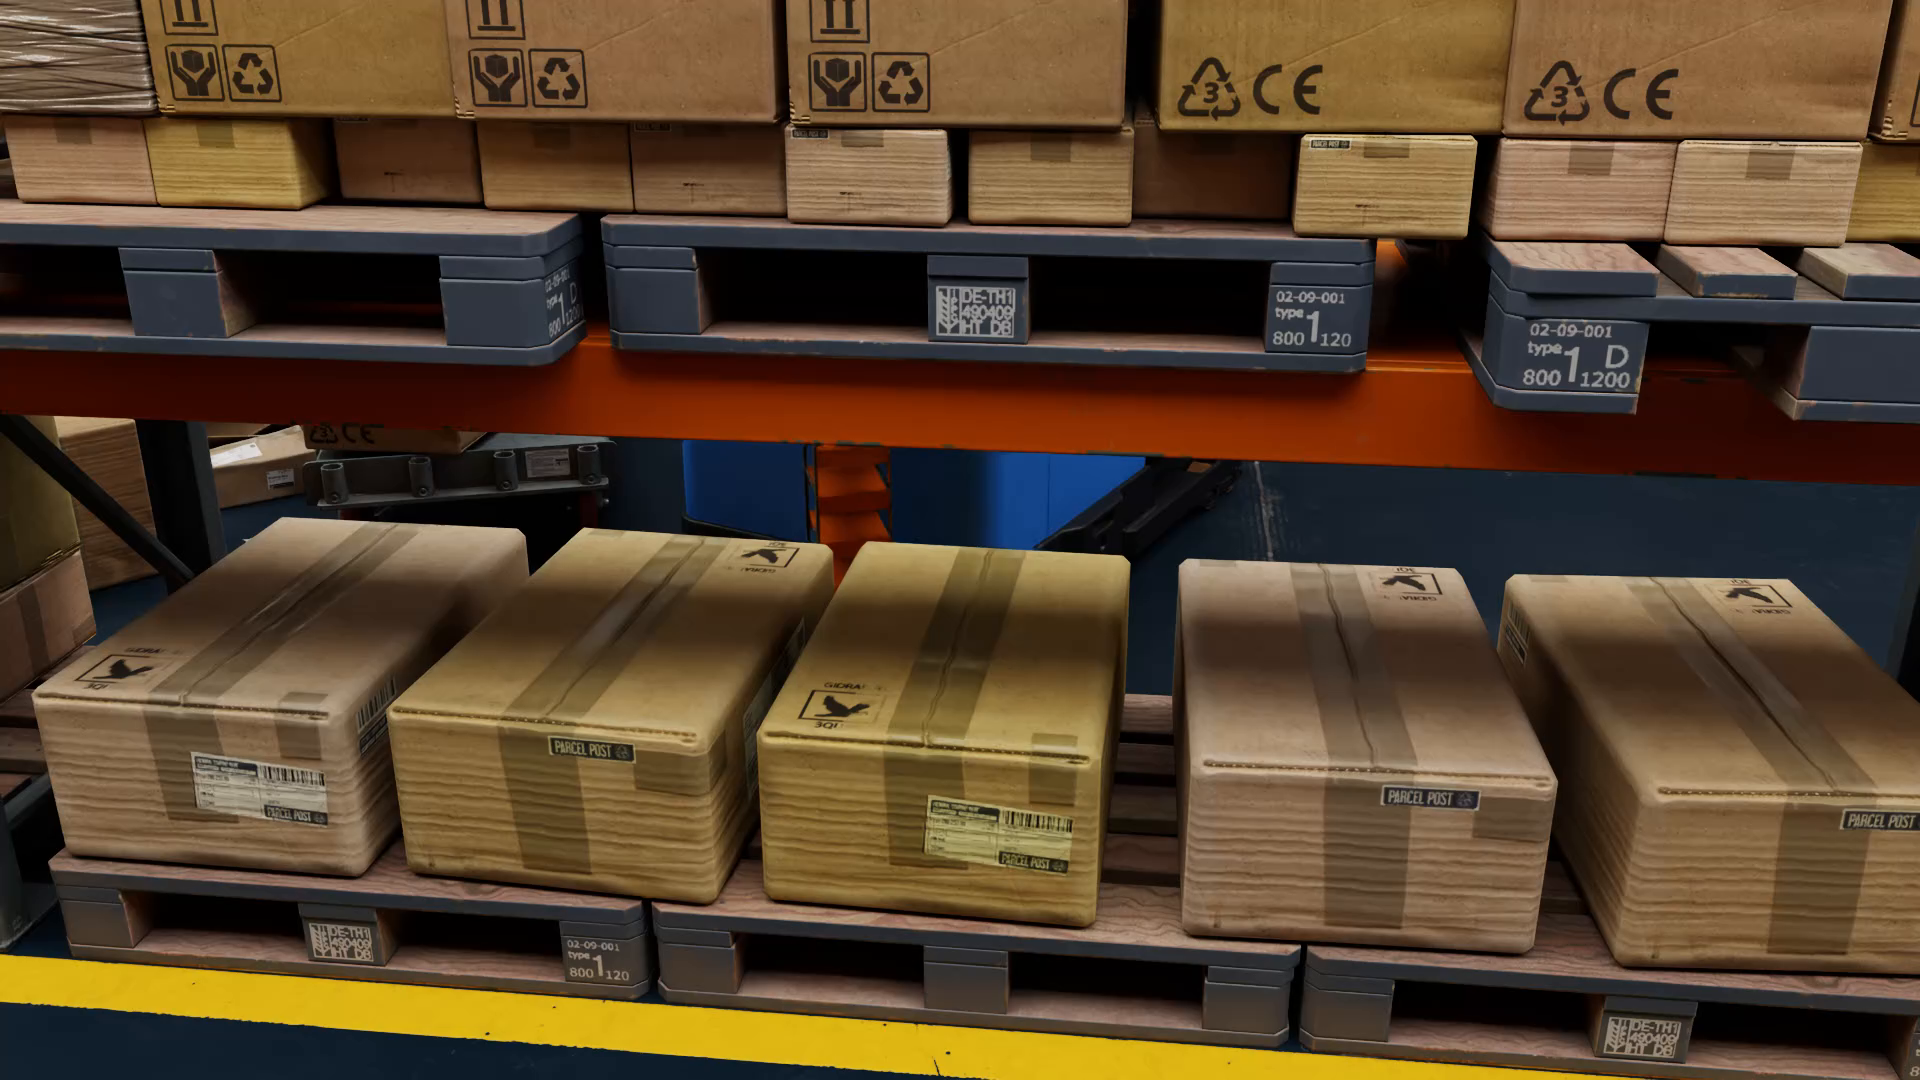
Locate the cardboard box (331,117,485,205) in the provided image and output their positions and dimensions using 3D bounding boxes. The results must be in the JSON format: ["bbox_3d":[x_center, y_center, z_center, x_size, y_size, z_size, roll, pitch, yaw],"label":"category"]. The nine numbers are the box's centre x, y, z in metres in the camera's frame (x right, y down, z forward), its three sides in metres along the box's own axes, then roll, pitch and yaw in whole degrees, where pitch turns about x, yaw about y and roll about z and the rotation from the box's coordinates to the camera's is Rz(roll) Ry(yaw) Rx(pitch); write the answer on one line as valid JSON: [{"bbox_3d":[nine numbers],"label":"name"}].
[{"bbox_3d":[-0.869,-0.690,2.877,0.250,0.149,0.380,4,22,10],"label":"cardboard box"}]

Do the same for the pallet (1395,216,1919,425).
[{"bbox_3d":[1.334,-0.479,2.833,1.003,0.211,1.213,2,22,6],"label":"pallet"}]

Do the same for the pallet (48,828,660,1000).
[{"bbox_3d":[-1.144,0.580,3.685,1.213,0.211,1.003,2,22,6],"label":"pallet"}]

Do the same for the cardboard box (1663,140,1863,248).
[{"bbox_3d":[1.171,-0.563,2.554,0.250,0.149,0.380,2,22,6],"label":"cardboard box"}]

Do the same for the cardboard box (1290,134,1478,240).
[{"bbox_3d":[0.647,-0.584,2.606,0.250,0.149,0.380,3,22,7],"label":"cardboard box"}]

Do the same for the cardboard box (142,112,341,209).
[{"bbox_3d":[-1.159,-0.675,2.837,0.250,0.149,0.380,3,22,7],"label":"cardboard box"}]

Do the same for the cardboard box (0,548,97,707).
[{"bbox_3d":[-2.472,0.210,3.998,0.500,0.250,0.500,2,22,4],"label":"cardboard box"}]

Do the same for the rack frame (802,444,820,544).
[{"bbox_3d":[-0.375,-0.146,4.175,0.006,1.200,0.240,-5,22,-11],"label":"rack frame"}]

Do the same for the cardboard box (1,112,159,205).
[{"bbox_3d":[-1.406,-0.689,2.873,0.250,0.149,0.380,3,22,7],"label":"cardboard box"}]

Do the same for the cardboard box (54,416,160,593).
[{"bbox_3d":[-2.822,-0.131,5.089,0.500,0.500,0.500,-19,28,-40],"label":"cardboard box"}]

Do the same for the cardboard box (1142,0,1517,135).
[{"bbox_3d":[0.554,-0.915,2.561,0.500,0.500,0.500,1,22,3],"label":"cardboard box"}]

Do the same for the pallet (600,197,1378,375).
[{"bbox_3d":[0.084,-0.558,3.032,1.213,0.211,1.003,2,22,6],"label":"pallet"}]

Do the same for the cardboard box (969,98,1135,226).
[{"bbox_3d":[0.153,-0.621,2.702,0.250,0.149,0.380,2,22,5],"label":"cardboard box"}]

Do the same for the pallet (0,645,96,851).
[{"bbox_3d":[-2.589,0.531,3.809,1.213,0.211,1.003,2,22,6],"label":"pallet"}]

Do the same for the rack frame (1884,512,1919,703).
[{"bbox_3d":[2.055,-0.576,2.818,0.127,3.000,1.000,2,22,6],"label":"rack frame"}]

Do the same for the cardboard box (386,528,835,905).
[{"bbox_3d":[-0.682,0.329,3.531,0.625,0.372,0.950,4,22,10],"label":"cardboard box"}]

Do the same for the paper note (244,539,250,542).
[{"bbox_3d":[-2.243,-0.015,5.435,0.142,0.019,0.148,2,22,6],"label":"paper note"}]

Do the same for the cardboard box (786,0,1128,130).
[{"bbox_3d":[0.012,-0.939,2.622,0.500,0.500,0.500,2,22,4],"label":"cardboard box"}]

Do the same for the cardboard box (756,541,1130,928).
[{"bbox_3d":[0.009,0.358,3.457,0.625,0.372,0.950,3,22,8],"label":"cardboard box"}]

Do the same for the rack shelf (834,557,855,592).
[{"bbox_3d":[-0.283,0.111,4.297,0.180,0.103,0.258,-5,22,-11],"label":"rack shelf"}]

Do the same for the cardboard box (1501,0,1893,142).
[{"bbox_3d":[1.056,-0.893,2.507,0.500,0.500,0.500,2,22,5],"label":"cardboard box"}]

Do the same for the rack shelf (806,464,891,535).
[{"bbox_3d":[-0.285,-0.113,4.210,0.180,0.103,0.258,-5,22,-11],"label":"rack shelf"}]

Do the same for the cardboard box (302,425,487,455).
[{"bbox_3d":[-1.738,-0.590,5.223,0.500,0.500,0.500,2,22,6],"label":"cardboard box"}]

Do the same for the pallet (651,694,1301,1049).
[{"bbox_3d":[0.071,0.632,3.553,1.213,0.211,1.003,2,22,6],"label":"pallet"}]

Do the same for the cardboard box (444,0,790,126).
[{"bbox_3d":[-0.499,-0.957,2.668,0.500,0.500,0.500,2,22,6],"label":"cardboard box"}]

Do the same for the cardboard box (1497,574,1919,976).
[{"bbox_3d":[1.495,0.422,3.295,0.625,0.372,0.950,1,22,3],"label":"cardboard box"}]

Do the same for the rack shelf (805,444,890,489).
[{"bbox_3d":[-0.286,-0.224,4.166,0.180,0.103,0.258,-5,22,-11],"label":"rack shelf"}]

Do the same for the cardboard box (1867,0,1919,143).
[{"bbox_3d":[1.570,-0.875,2.461,0.500,0.500,0.500,2,22,5],"label":"cardboard box"}]

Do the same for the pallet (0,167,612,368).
[{"bbox_3d":[-1.176,-0.574,3.073,1.213,0.211,1.003,2,22,6],"label":"pallet"}]

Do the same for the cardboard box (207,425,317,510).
[{"bbox_3d":[-2.474,-0.297,5.830,0.396,0.266,0.258,-14,25,-31],"label":"cardboard box"}]

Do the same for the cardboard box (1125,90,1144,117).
[{"bbox_3d":[0.406,-0.789,3.127,0.250,0.149,0.380,3,22,8],"label":"cardboard box"}]

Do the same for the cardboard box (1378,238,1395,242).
[{"bbox_3d":[1.943,-1.596,7.887,0.750,0.750,1.050,2,22,6],"label":"cardboard box"}]

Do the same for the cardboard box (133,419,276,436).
[{"bbox_3d":[-2.918,-0.636,6.179,0.503,0.637,0.797,2,22,6],"label":"cardboard box"}]

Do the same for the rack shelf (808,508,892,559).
[{"bbox_3d":[-0.284,-0.001,4.253,0.180,0.103,0.258,-5,22,-11],"label":"rack shelf"}]

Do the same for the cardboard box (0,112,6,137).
[{"bbox_3d":[-2.322,-1.055,3.488,0.500,0.500,0.500,2,22,6],"label":"cardboard box"}]

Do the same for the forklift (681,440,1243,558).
[{"bbox_3d":[0.346,-1.538,5.342,1.130,2.935,3.031,11,24,27],"label":"forklift"}]

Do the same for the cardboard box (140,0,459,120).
[{"bbox_3d":[-0.988,-0.983,2.735,0.500,0.500,0.500,3,22,6],"label":"cardboard box"}]

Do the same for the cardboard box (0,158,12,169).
[{"bbox_3d":[-2.193,-0.763,3.633,0.250,0.149,0.380,2,22,6],"label":"cardboard box"}]

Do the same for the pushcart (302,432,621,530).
[{"bbox_3d":[-1.699,-0.365,5.849,0.936,0.377,1.648,-5,22,-12],"label":"pushcart"}]

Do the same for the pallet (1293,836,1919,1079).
[{"bbox_3d":[1.279,0.686,3.418,1.213,0.211,1.003,2,22,6],"label":"pallet"}]

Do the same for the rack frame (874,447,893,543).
[{"bbox_3d":[-0.196,-0.162,4.211,0.006,1.200,0.240,-5,22,-11],"label":"rack frame"}]

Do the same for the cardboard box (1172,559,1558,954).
[{"bbox_3d":[0.761,0.393,3.368,0.625,0.372,0.950,2,22,5],"label":"cardboard box"}]

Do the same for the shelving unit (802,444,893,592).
[{"bbox_3d":[-0.286,-0.154,4.193,0.189,1.200,0.258,-5,22,-11],"label":"shelving unit"}]

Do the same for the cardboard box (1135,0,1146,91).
[{"bbox_3d":[0.589,-1.101,3.033,0.500,0.500,0.500,3,22,7],"label":"cardboard box"}]

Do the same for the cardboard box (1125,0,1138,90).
[{"bbox_3d":[0.093,-1.126,3.095,0.500,0.500,0.500,2,22,4],"label":"cardboard box"}]

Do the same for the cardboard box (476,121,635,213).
[{"bbox_3d":[-0.618,-0.664,2.810,0.250,0.149,0.380,3,22,7],"label":"cardboard box"}]

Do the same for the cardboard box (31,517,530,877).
[{"bbox_3d":[-1.396,0.299,3.607,0.625,0.372,0.950,3,22,7],"label":"cardboard box"}]

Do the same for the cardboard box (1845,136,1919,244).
[{"bbox_3d":[1.427,-0.568,2.568,0.250,0.149,0.380,3,22,7],"label":"cardboard box"}]

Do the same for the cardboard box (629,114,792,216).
[{"bbox_3d":[-0.373,-0.653,2.781,0.250,0.149,0.380,3,22,7],"label":"cardboard box"}]

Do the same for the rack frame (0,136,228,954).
[{"bbox_3d":[-1.918,-0.750,3.256,0.127,3.000,1.000,2,22,6],"label":"rack frame"}]

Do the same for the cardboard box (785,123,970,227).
[{"bbox_3d":[-0.115,-0.622,2.704,0.250,0.149,0.380,3,22,8],"label":"cardboard box"}]

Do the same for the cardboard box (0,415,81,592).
[{"bbox_3d":[-2.472,-0.139,3.860,0.500,0.500,0.500,4,22,9],"label":"cardboard box"}]

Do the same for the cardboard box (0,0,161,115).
[{"bbox_3d":[-1.486,-1.005,2.789,0.500,0.500,0.500,3,22,8],"label":"cardboard box"}]

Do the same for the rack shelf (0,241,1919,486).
[{"bbox_3d":[0.069,-0.328,3.169,4.000,0.370,1.077,2,22,6],"label":"rack shelf"}]

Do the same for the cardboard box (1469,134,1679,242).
[{"bbox_3d":[0.922,-0.577,2.589,0.250,0.149,0.380,1,22,4],"label":"cardboard box"}]

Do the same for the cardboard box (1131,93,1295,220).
[{"bbox_3d":[0.412,-0.640,2.750,0.250,0.149,0.380,3,22,7],"label":"cardboard box"}]
